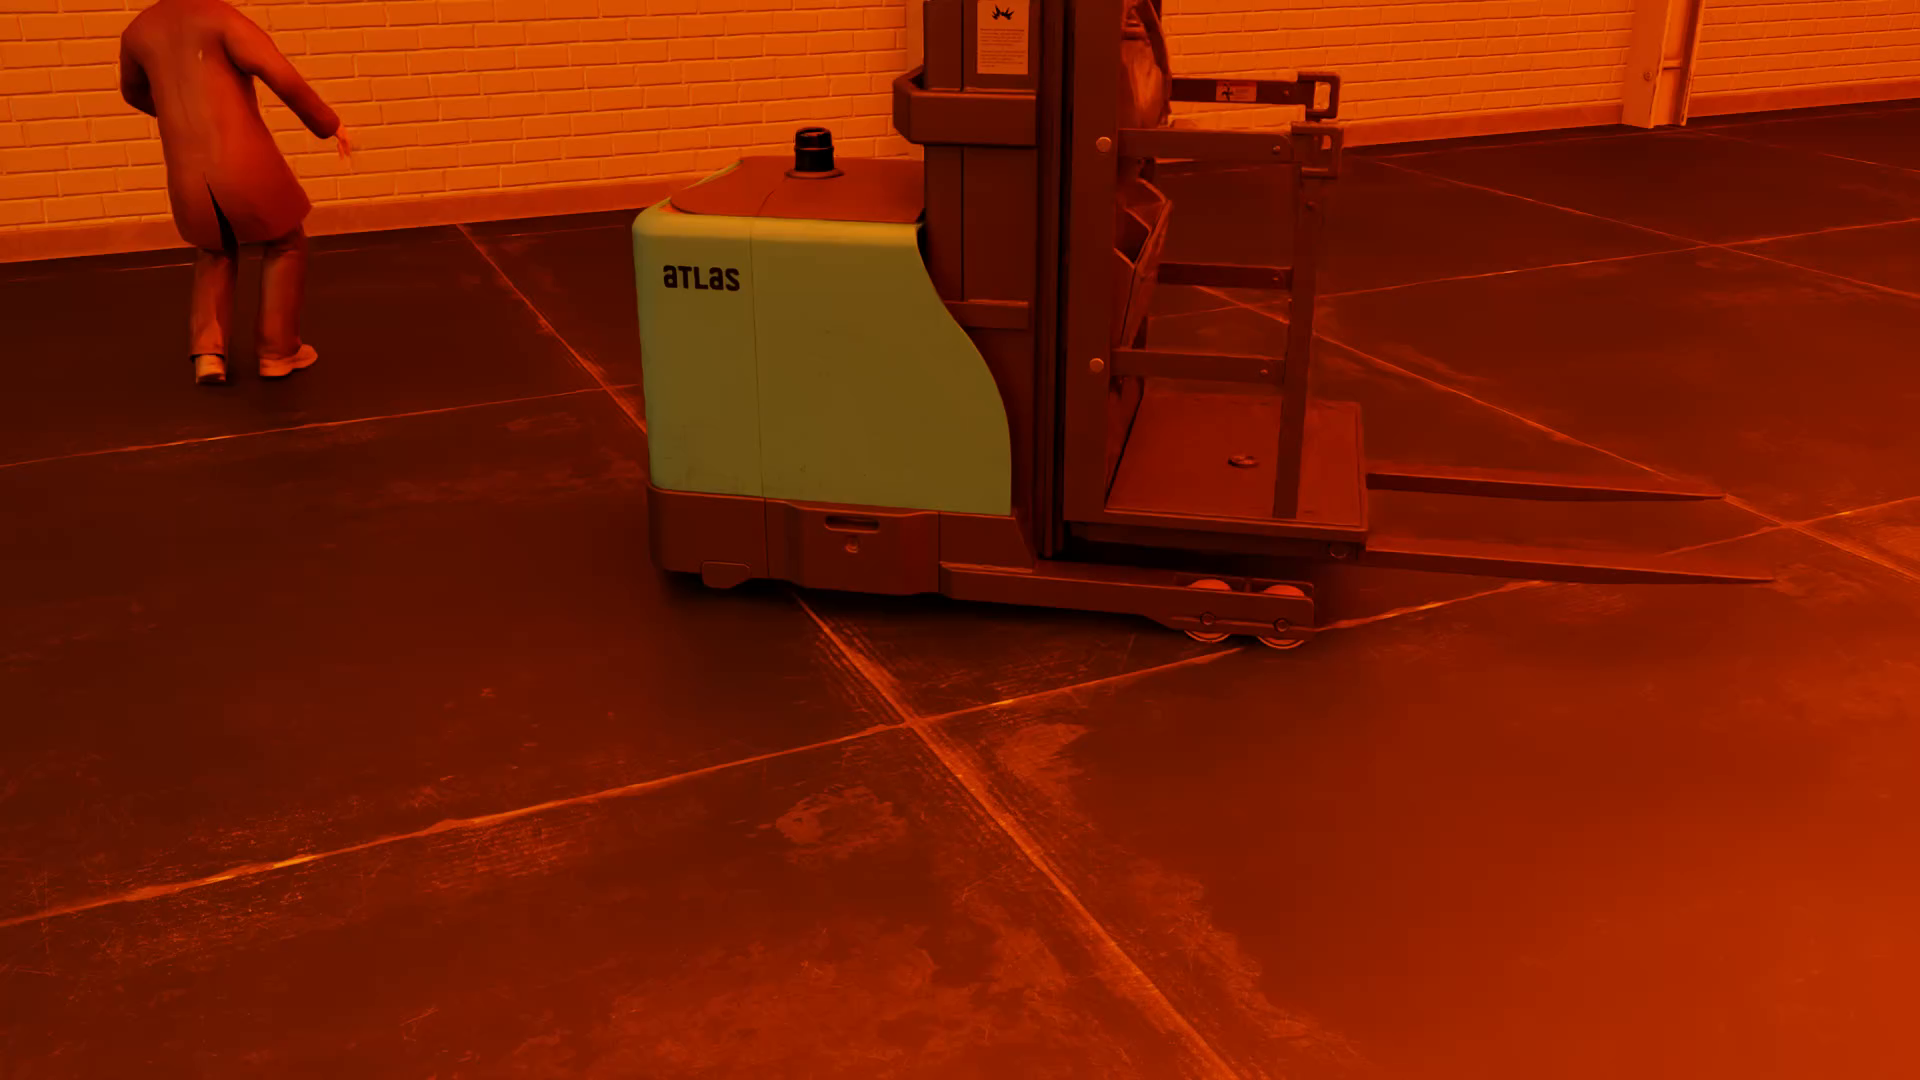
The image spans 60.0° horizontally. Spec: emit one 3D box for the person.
[{"bbox_3d":[-2.772,-1.453,6.423,0.862,1.697,0.756,2,23,5],"label":"person"}]

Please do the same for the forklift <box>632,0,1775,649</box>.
[{"bbox_3d":[0.682,-1.287,4.384,3.031,2.935,1.130,4,23,11],"label":"forklift"}]
